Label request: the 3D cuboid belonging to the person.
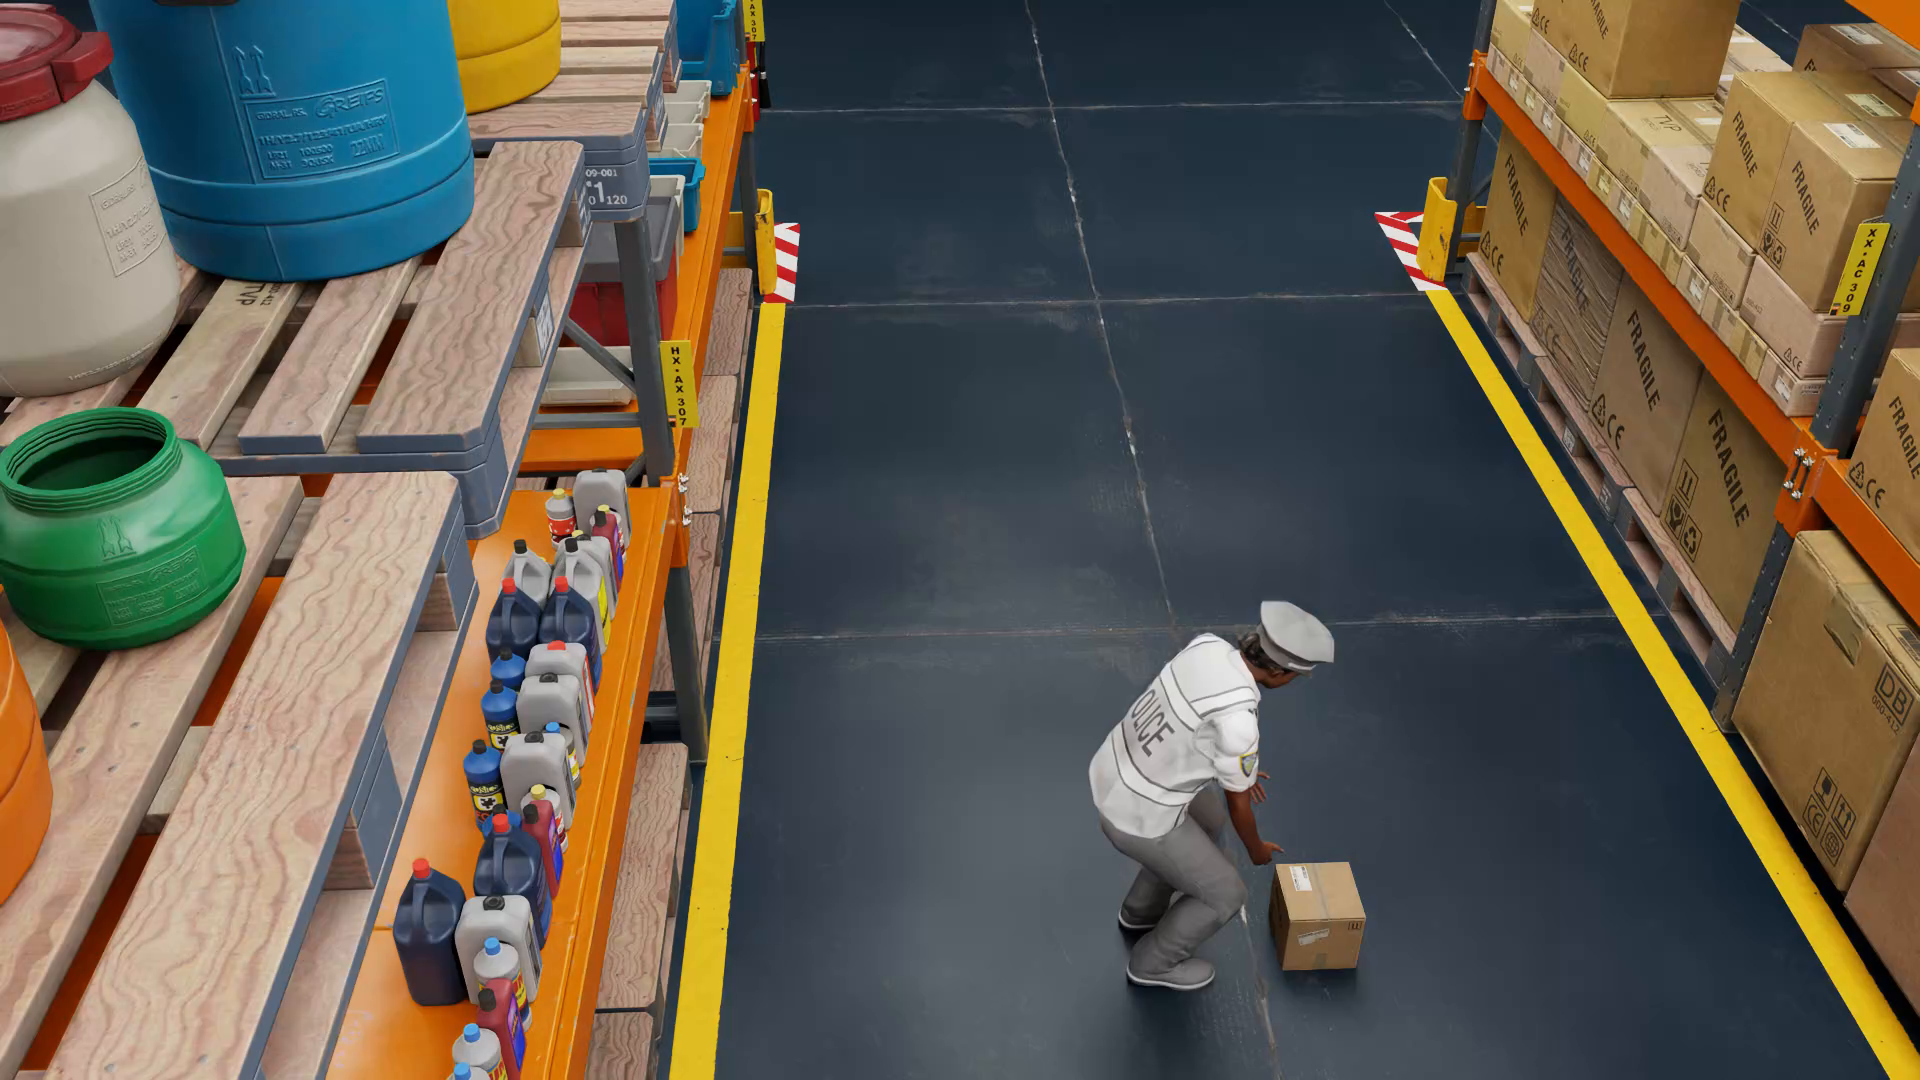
[{"bbox_3d":[0.759,0.797,5.273,0.708,1.387,0.496,-1,35,-2],"label":"person"}]
